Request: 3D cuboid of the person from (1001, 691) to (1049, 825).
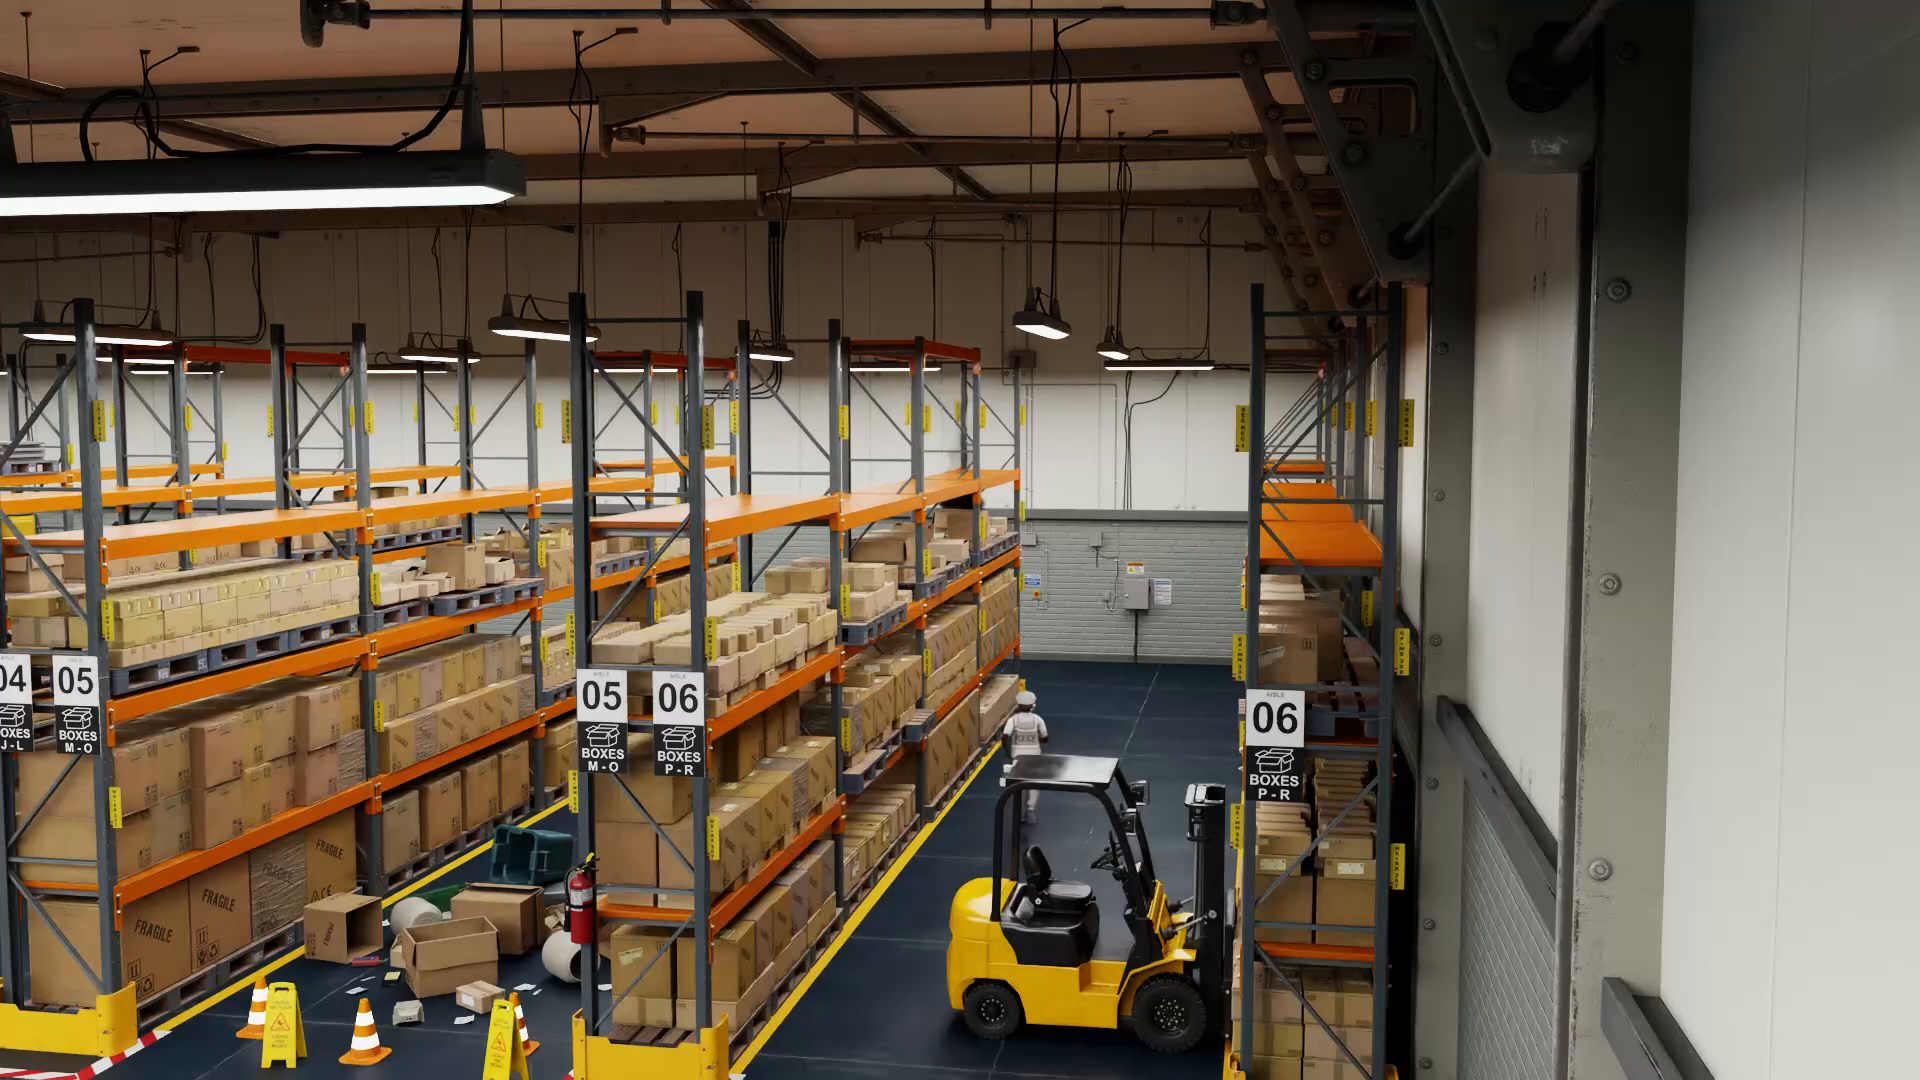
[{"bbox_3d":[0.811,2.691,20.411,0.560,1.682,0.837,0,5,4],"label":"person"}]
